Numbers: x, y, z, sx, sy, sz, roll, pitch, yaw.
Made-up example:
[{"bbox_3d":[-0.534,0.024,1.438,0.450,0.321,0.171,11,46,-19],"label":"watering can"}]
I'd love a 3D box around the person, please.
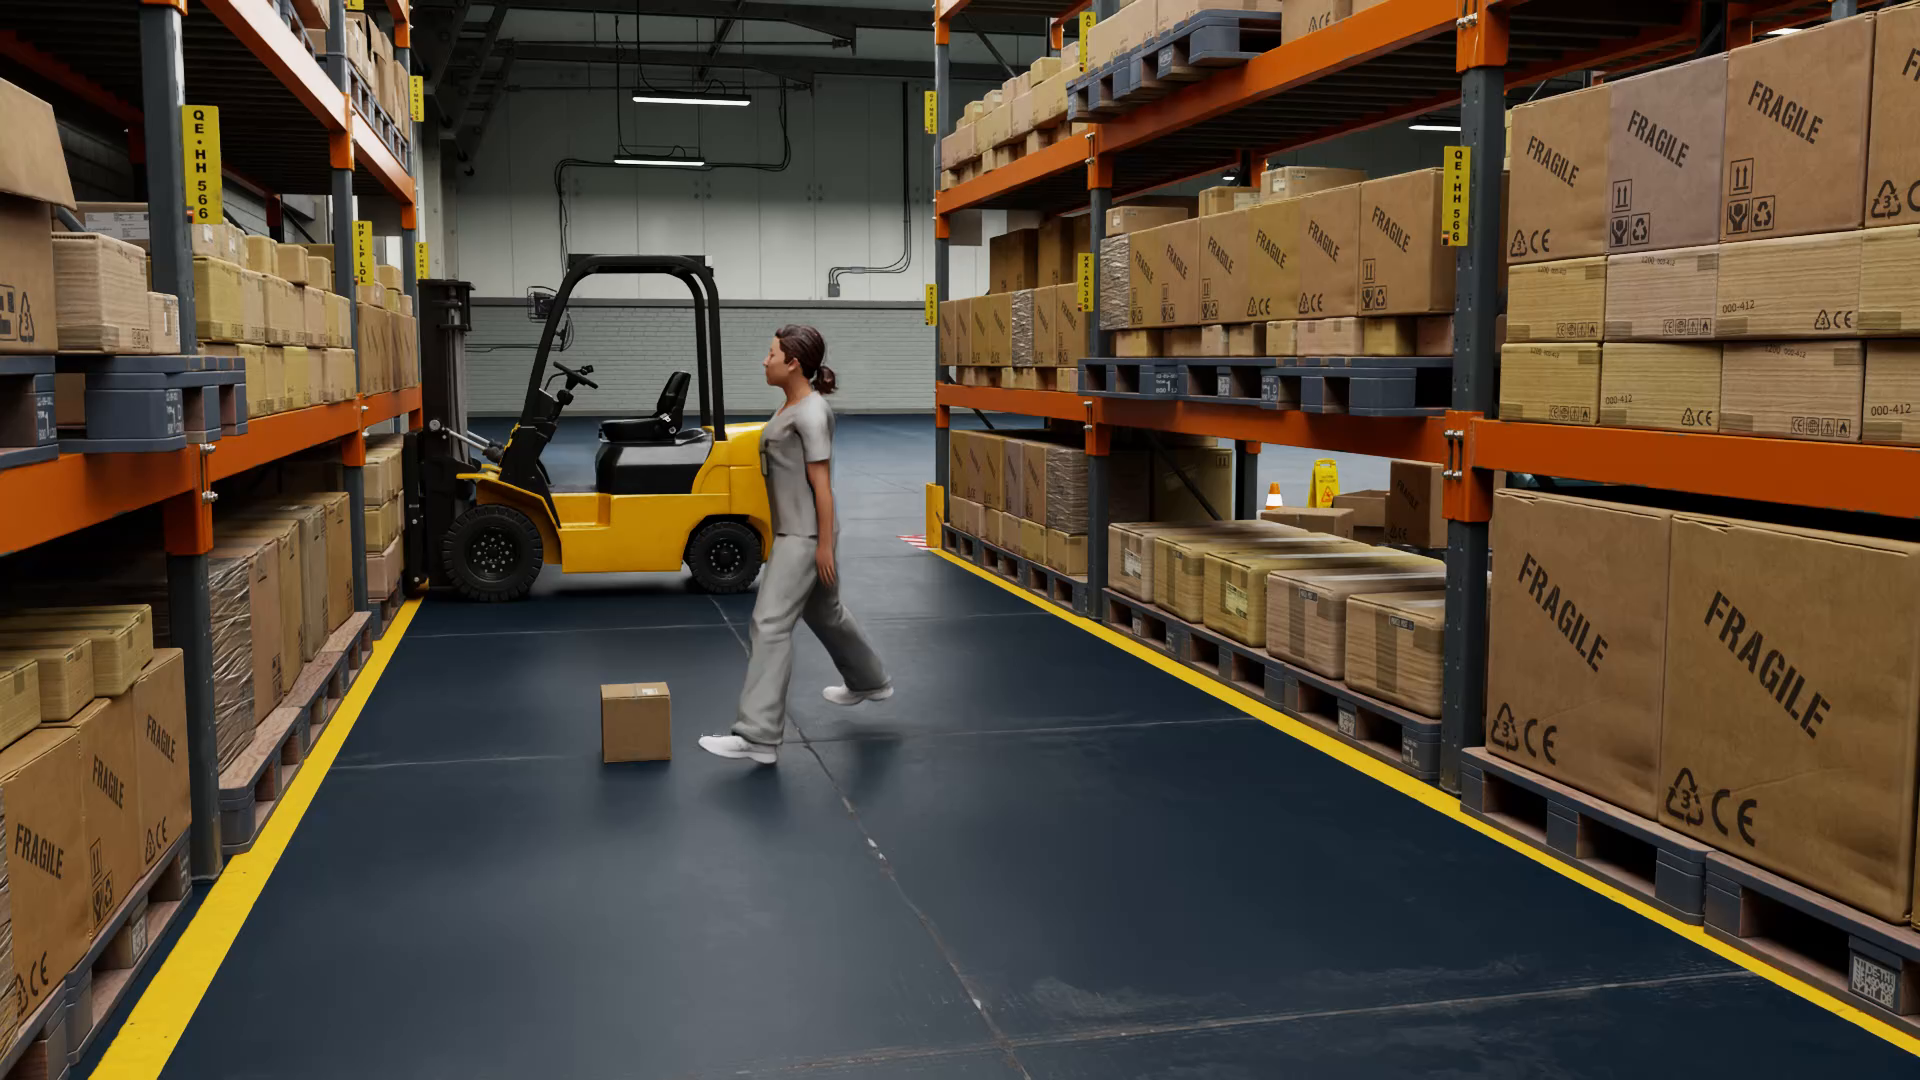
[{"bbox_3d":[-0.631,-0.022,6.485,0.873,1.625,0.834,-2,6,-14],"label":"person"}]
